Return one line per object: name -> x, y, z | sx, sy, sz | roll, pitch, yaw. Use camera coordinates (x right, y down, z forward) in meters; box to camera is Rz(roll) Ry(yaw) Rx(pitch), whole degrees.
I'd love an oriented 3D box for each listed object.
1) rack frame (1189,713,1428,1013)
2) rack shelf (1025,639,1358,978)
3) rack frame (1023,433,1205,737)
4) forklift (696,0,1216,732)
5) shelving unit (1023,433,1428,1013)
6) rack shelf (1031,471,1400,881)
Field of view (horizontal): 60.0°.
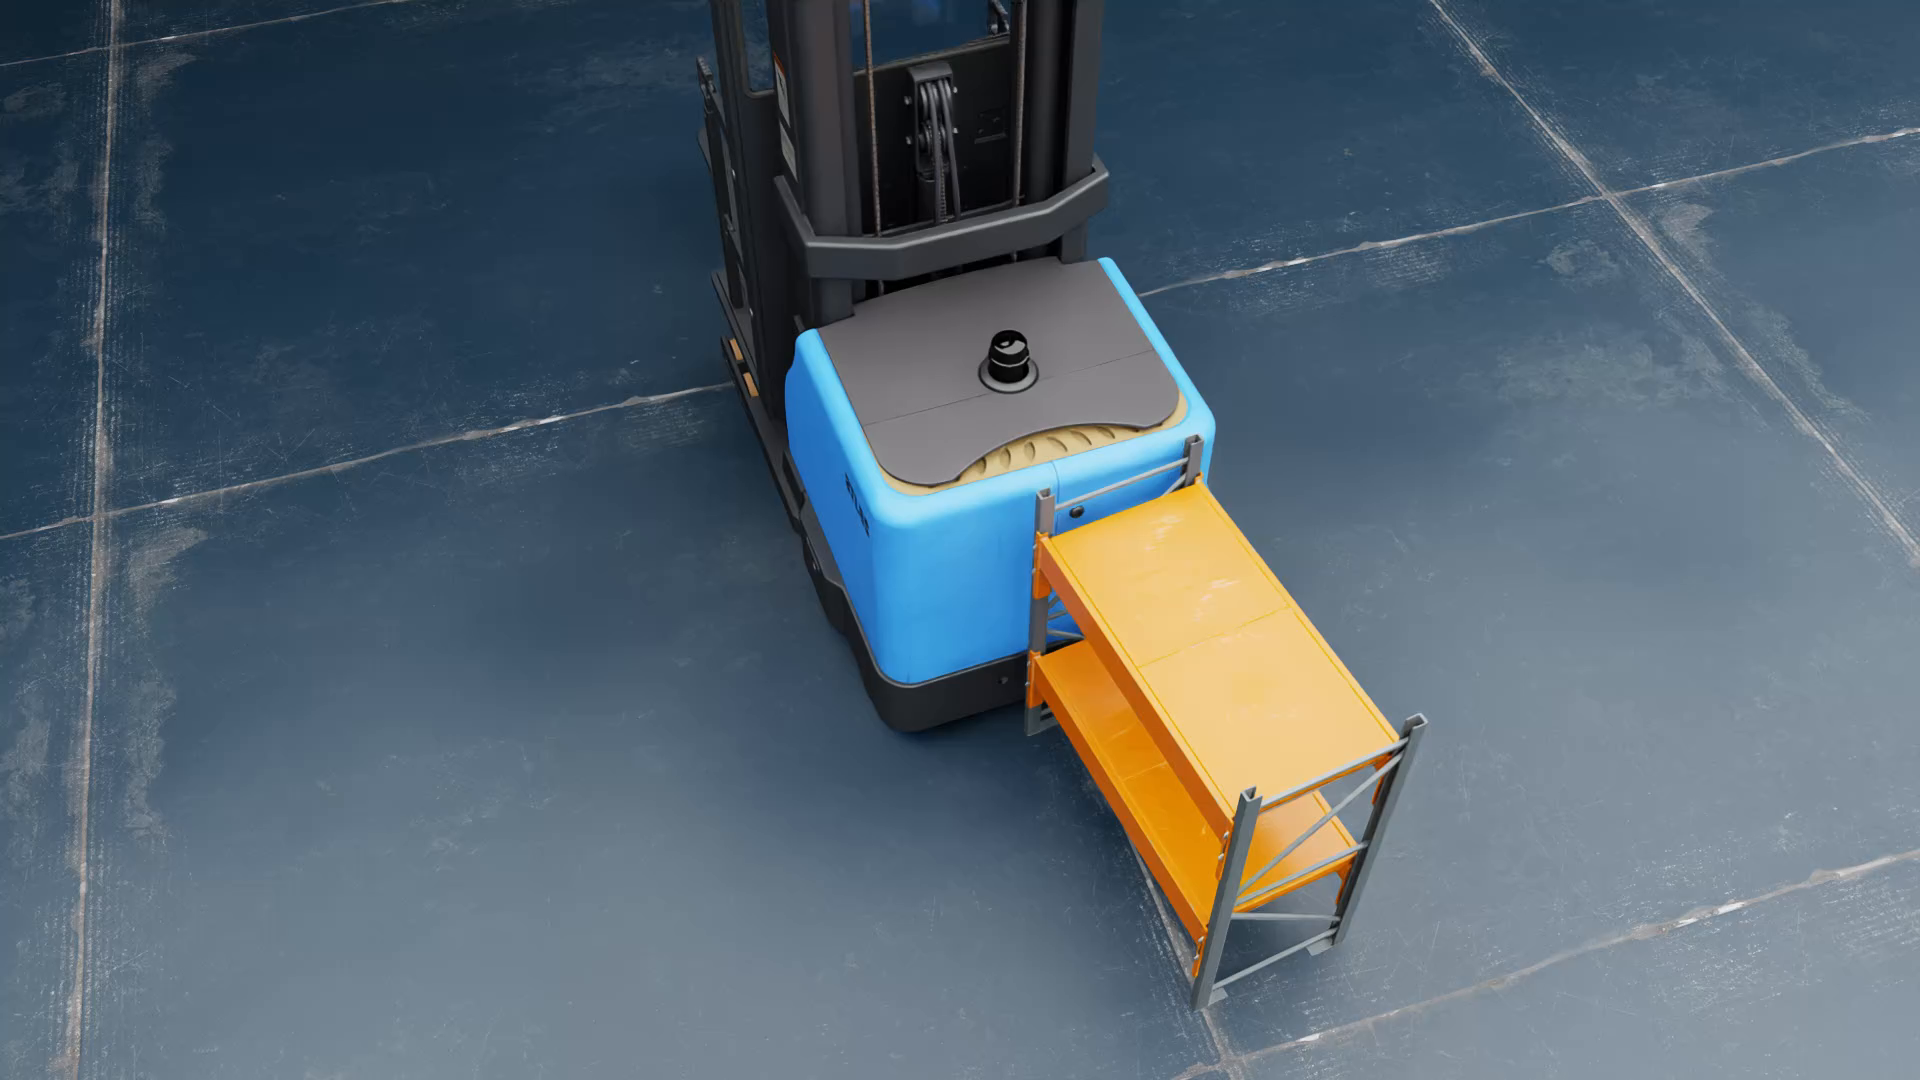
rack frame -> 0.872, 0.864, 4.286 | 0.500, 1.125, 0.032 | -20, 53, -16
rack shelf -> 0.652, 0.672, 4.768 | 0.538, 0.278, 1.000 | -20, 53, -16
rack frame -> 0.432, 0.164, 4.876 | 0.500, 1.125, 0.032 | -20, 53, -16
forklift -> -0.248, -1.505, 5.102 | 1.130, 2.935, 3.031 | -16, 52, -13
shelving unit -> 0.652, 0.514, 4.581 | 0.538, 1.125, 1.048 | -20, 53, -16
rack shelf -> 0.652, 0.325, 4.357 | 0.538, 0.278, 1.000 | -20, 53, -16
